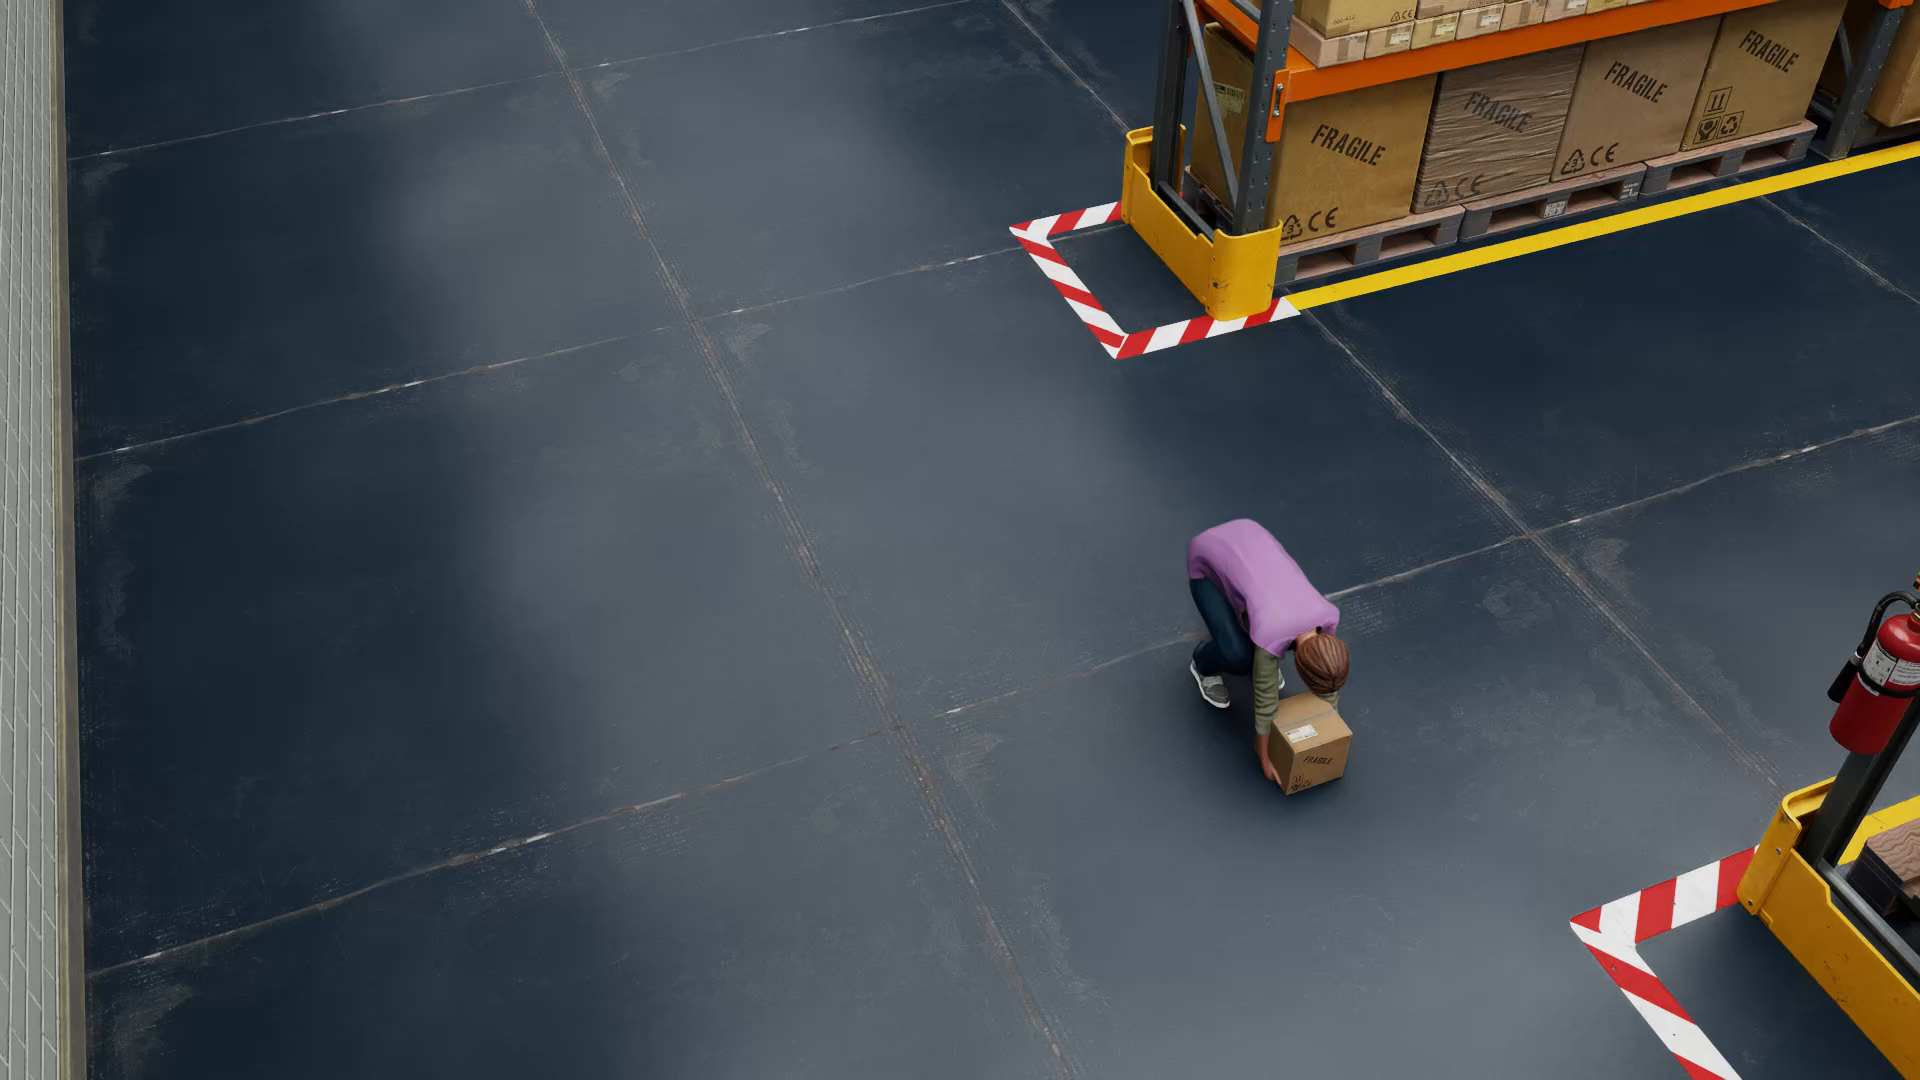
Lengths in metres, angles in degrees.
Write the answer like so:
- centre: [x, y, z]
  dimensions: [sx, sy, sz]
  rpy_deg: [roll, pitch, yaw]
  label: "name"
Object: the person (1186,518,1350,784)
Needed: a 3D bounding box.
- centre: [1.176, 0.388, 6.390]
  dimensions: [0.428, 0.768, 0.872]
  rpy_deg: [-17, 45, -18]
  label: "person"
